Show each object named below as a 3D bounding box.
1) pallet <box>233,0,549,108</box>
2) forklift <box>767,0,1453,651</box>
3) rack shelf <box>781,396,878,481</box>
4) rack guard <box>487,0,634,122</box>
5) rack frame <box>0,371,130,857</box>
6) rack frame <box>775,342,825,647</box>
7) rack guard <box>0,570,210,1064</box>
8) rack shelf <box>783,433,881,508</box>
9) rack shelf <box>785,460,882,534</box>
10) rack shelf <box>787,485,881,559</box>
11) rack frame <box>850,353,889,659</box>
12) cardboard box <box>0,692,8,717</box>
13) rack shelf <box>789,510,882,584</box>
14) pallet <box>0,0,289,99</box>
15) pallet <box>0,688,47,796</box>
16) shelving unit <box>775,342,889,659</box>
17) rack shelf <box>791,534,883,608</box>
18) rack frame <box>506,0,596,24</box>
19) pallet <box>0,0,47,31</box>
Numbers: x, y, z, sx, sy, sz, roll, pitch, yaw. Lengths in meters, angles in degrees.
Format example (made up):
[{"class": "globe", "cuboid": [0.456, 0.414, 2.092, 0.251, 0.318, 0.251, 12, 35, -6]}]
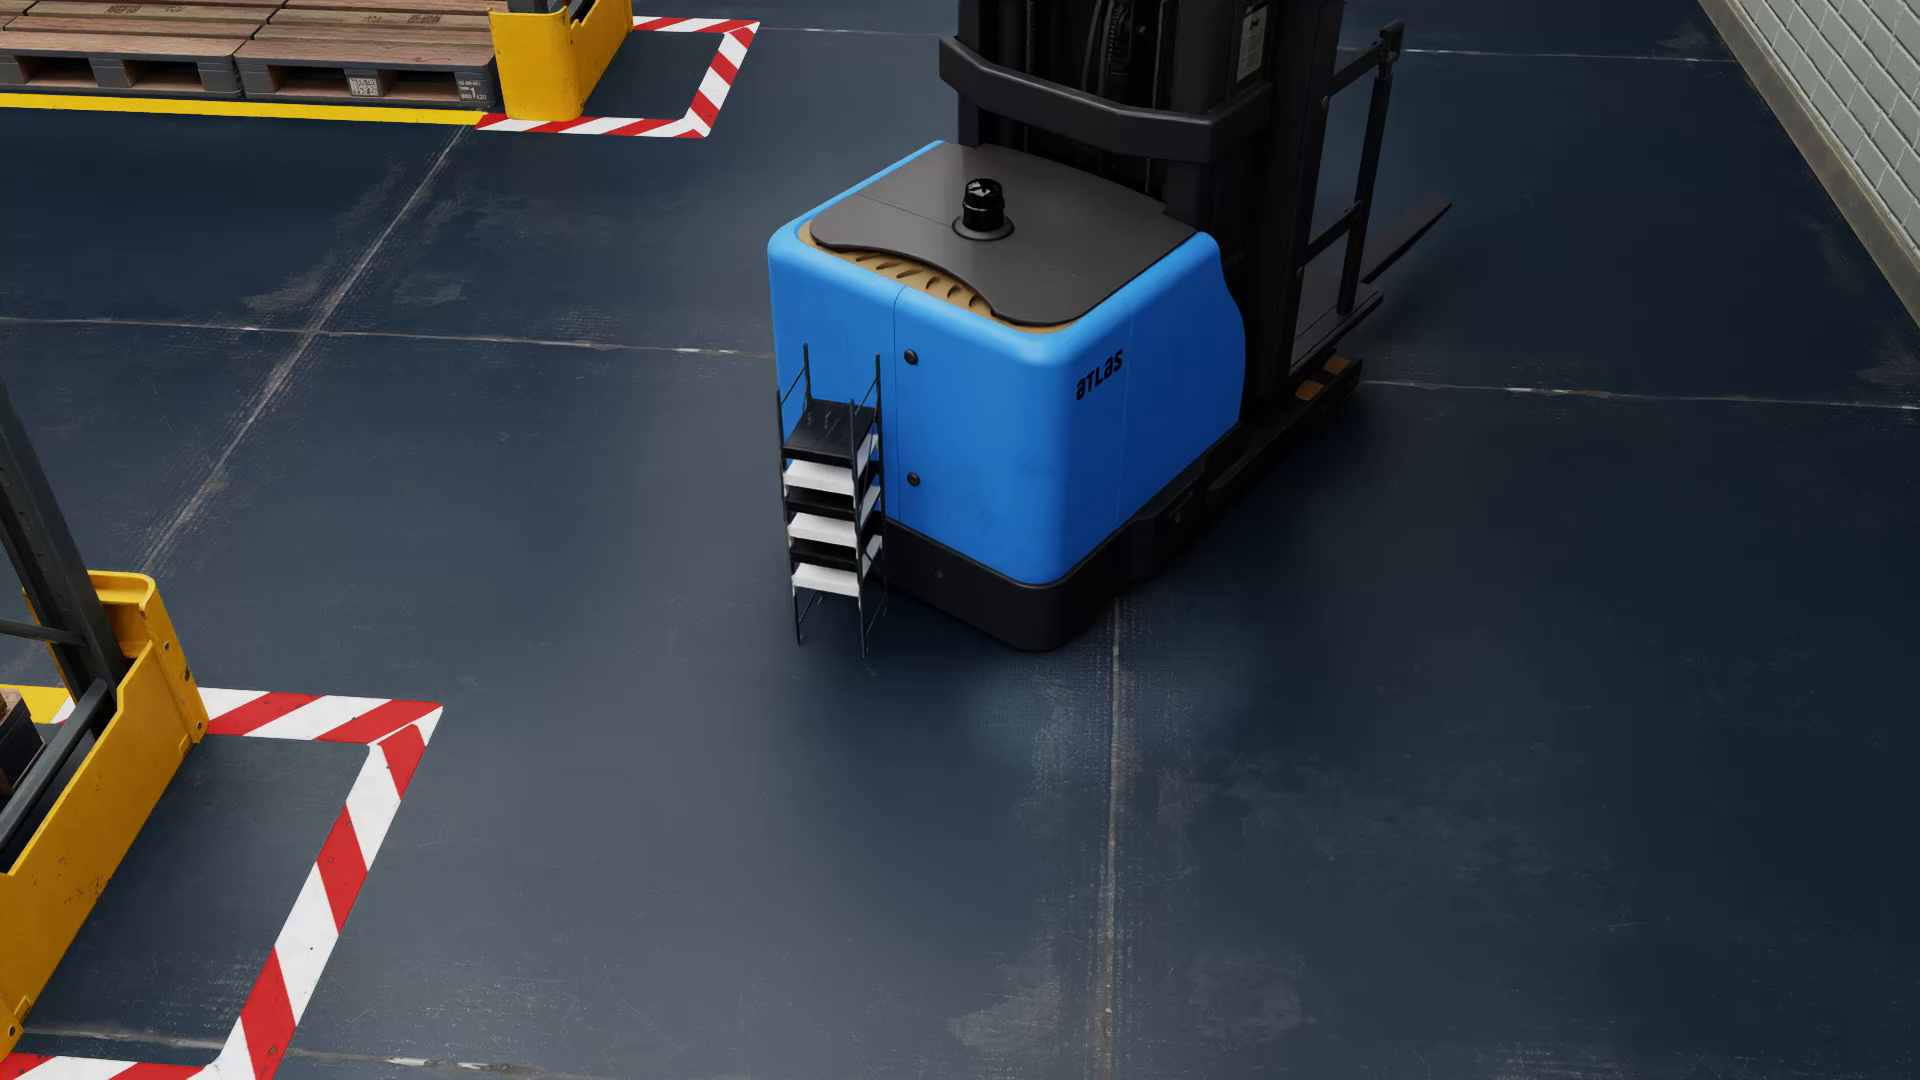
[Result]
[{"class": "pallet", "cuboid": [-2.716, -2.429, 8.067, 1.213, 0.211, 1.003, 3, 39, 4]}, {"class": "forklift", "cuboid": [0.750, -1.692, 5.007, 1.130, 2.935, 3.031, 26, 46, 28]}, {"class": "rack shelf", "cuboid": [-0.347, -0.277, 4.503, 0.200, 0.077, 0.258, 10, 40, 12]}, {"class": "rack guard", "cuboid": [-1.873, -2.478, 7.899, 0.348, 0.500, 1.175, 3, 39, 4]}, {"class": "rack frame", "cuboid": [-2.325, -0.326, 3.274, 0.127, 3.000, 1.000, 3, 39, 4]}, {"class": "rack frame", "cuboid": [-0.445, -0.110, 4.673, 0.006, 0.900, 0.240, 10, 40, 12]}, {"class": "rack guard", "cuboid": [-2.301, 0.645, 4.062, 0.348, 0.500, 1.175, 3, 39, 4]}, {"class": "rack shelf", "cuboid": [-0.347, -0.207, 4.559, 0.200, 0.077, 0.258, 10, 40, 12]}, {"class": "rack shelf", "cuboid": [-0.347, -0.137, 4.616, 0.200, 0.077, 0.258, 10, 40, 12]}, {"class": "rack shelf", "cuboid": [-0.347, -0.068, 4.673, 0.200, 0.077, 0.258, 10, 40, 12]}, {"class": "rack frame", "cuboid": [-0.249, -0.077, 4.631, 0.006, 0.900, 0.240, 10, 40, 12]}, {"class": "cardboard box", "cuboid": [-2.970, 0.351, 3.793, 0.875, 0.875, 0.875, 3, 39, 4]}, {"class": "rack shelf", "cuboid": [-0.347, 0.002, 4.730, 0.200, 0.077, 0.258, 10, 40, 12]}, {"class": "pallet", "cuboid": [-3.928, -2.497, 8.150, 1.213, 0.211, 1.003, 3, 39, 4]}, {"class": "pallet", "cuboid": [-3.128, 0.761, 4.148, 1.213, 0.211, 1.003, 3, 39, 4]}, {"class": "shelving unit", "cuboid": [-0.347, -0.093, 4.652, 0.210, 0.900, 0.258, 10, 40, 12]}, {"class": "rack shelf", "cuboid": [-0.347, 0.072, 4.787, 0.200, 0.077, 0.258, 10, 40, 12]}, {"class": "rack frame", "cuboid": [-1.898, -3.441, 7.101, 0.127, 3.000, 1.000, 3, 39, 4]}, {"class": "pallet", "cuboid": [-5.147, -2.562, 8.230, 1.213, 0.211, 1.003, 3, 39, 4]}]
